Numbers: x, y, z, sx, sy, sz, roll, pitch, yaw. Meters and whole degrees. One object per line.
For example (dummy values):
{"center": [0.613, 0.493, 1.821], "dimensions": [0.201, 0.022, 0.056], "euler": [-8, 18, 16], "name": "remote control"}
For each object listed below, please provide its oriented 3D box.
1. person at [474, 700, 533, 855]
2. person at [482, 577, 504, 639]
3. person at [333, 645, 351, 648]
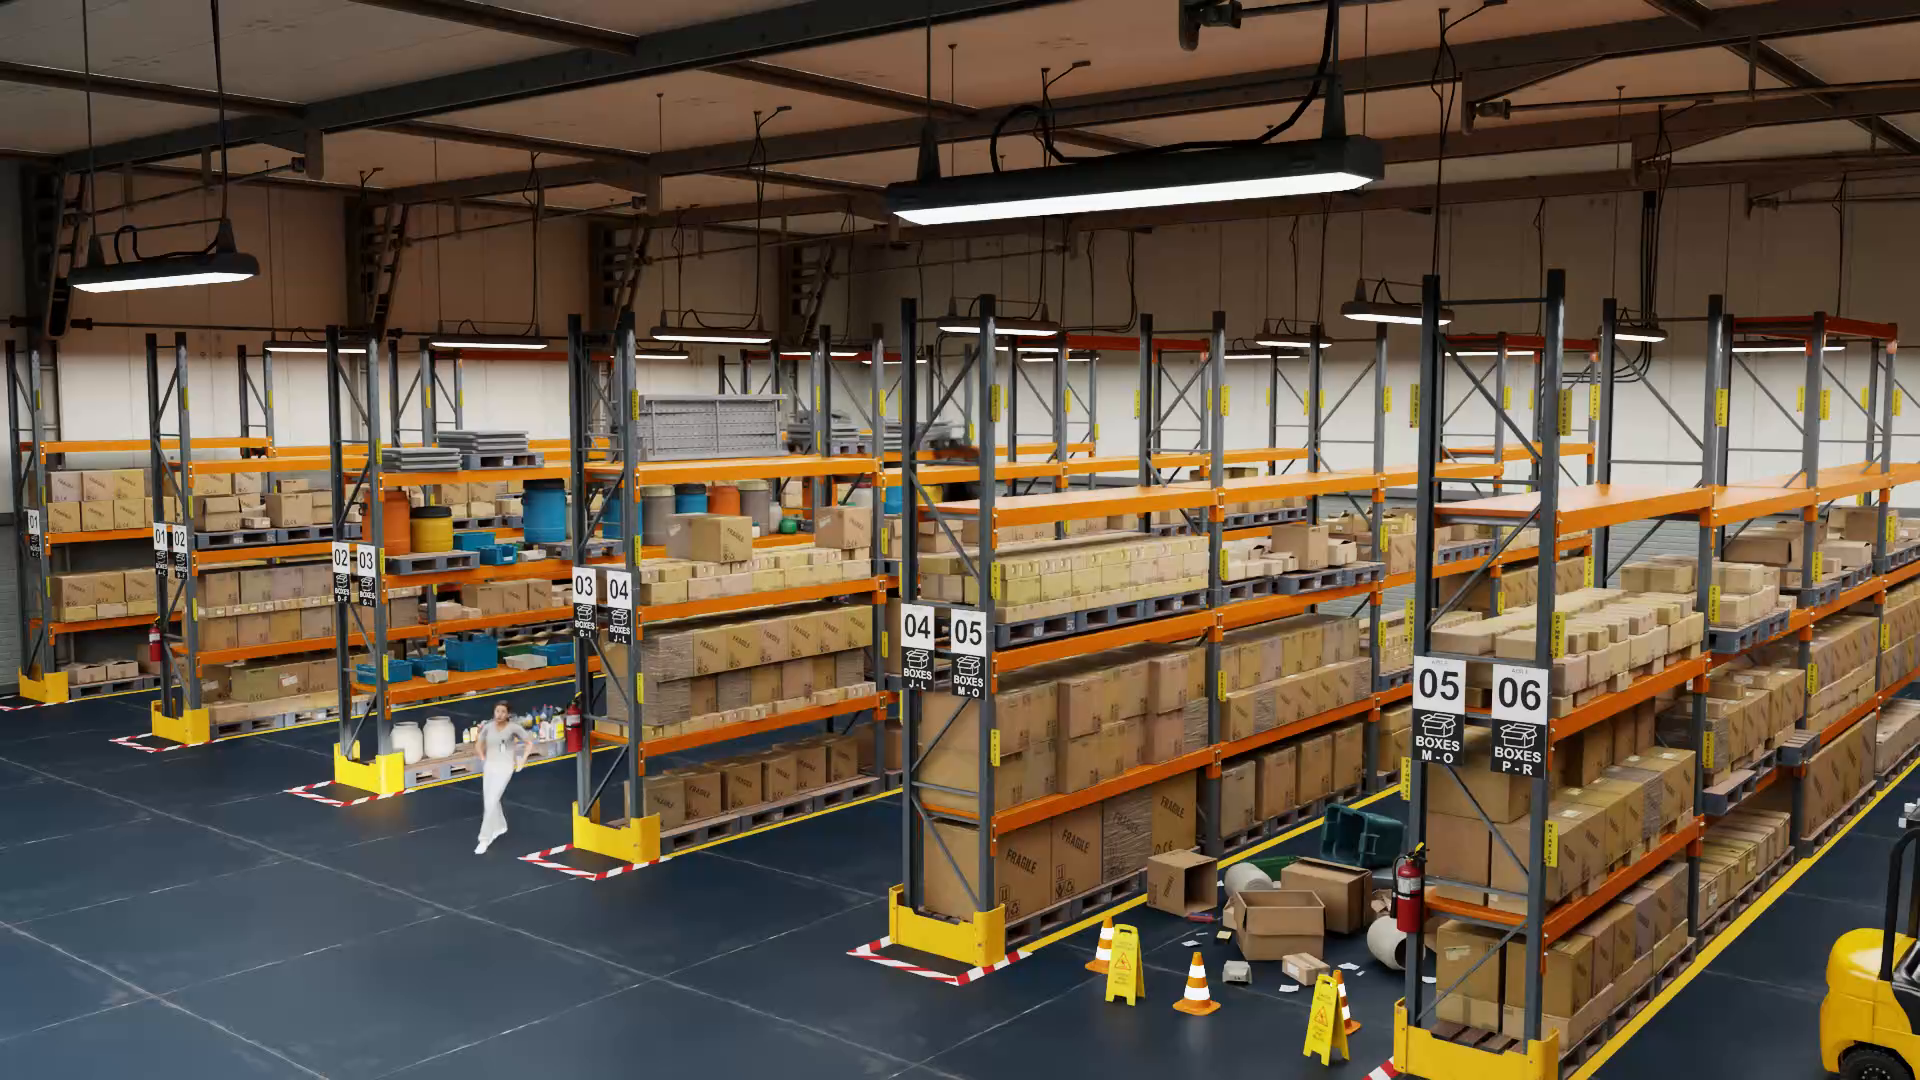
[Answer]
{"center": [-5.196, 2.649, 18.786], "dimensions": [0.621, 1.690, 0.712], "euler": [1, 5, 14], "name": "person"}
{"center": [-8.920, 1.464, 31.736], "dimensions": [0.562, 1.719, 0.857], "euler": [4, 6, 35], "name": "person"}
{"center": [-10.880, 1.667, 29.355], "dimensions": [0.568, 1.678, 0.940], "euler": [3, 6, 29], "name": "person"}
